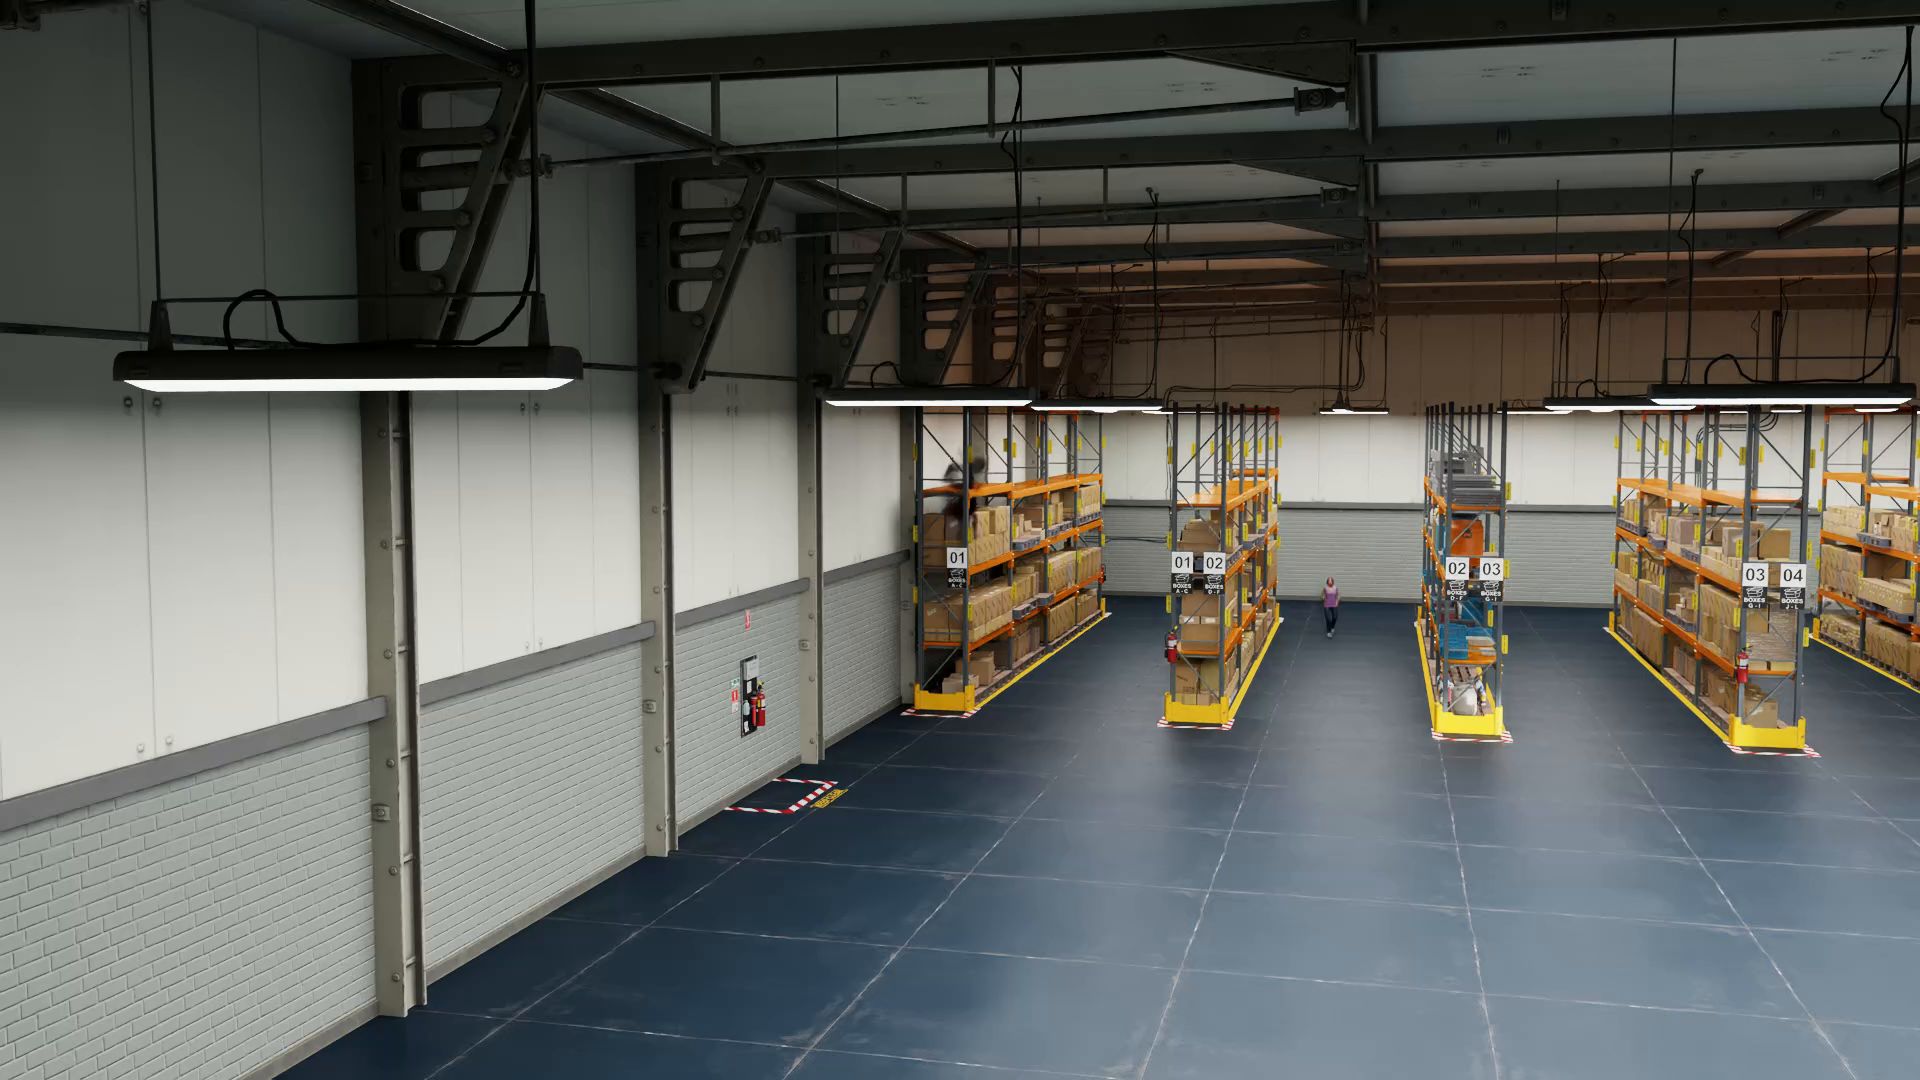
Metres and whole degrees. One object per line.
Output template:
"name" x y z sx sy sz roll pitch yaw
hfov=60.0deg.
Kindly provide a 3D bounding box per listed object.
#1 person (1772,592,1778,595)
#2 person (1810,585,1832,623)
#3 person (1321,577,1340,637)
"person" 21.030 1.710 43.398 0.601 1.703 0.674 3 5 35
"person" 22.918 1.593 44.198 0.535 1.709 0.747 0 4 6
"person" 9.628 1.747 43.163 0.524 1.558 0.537 0 4 5
